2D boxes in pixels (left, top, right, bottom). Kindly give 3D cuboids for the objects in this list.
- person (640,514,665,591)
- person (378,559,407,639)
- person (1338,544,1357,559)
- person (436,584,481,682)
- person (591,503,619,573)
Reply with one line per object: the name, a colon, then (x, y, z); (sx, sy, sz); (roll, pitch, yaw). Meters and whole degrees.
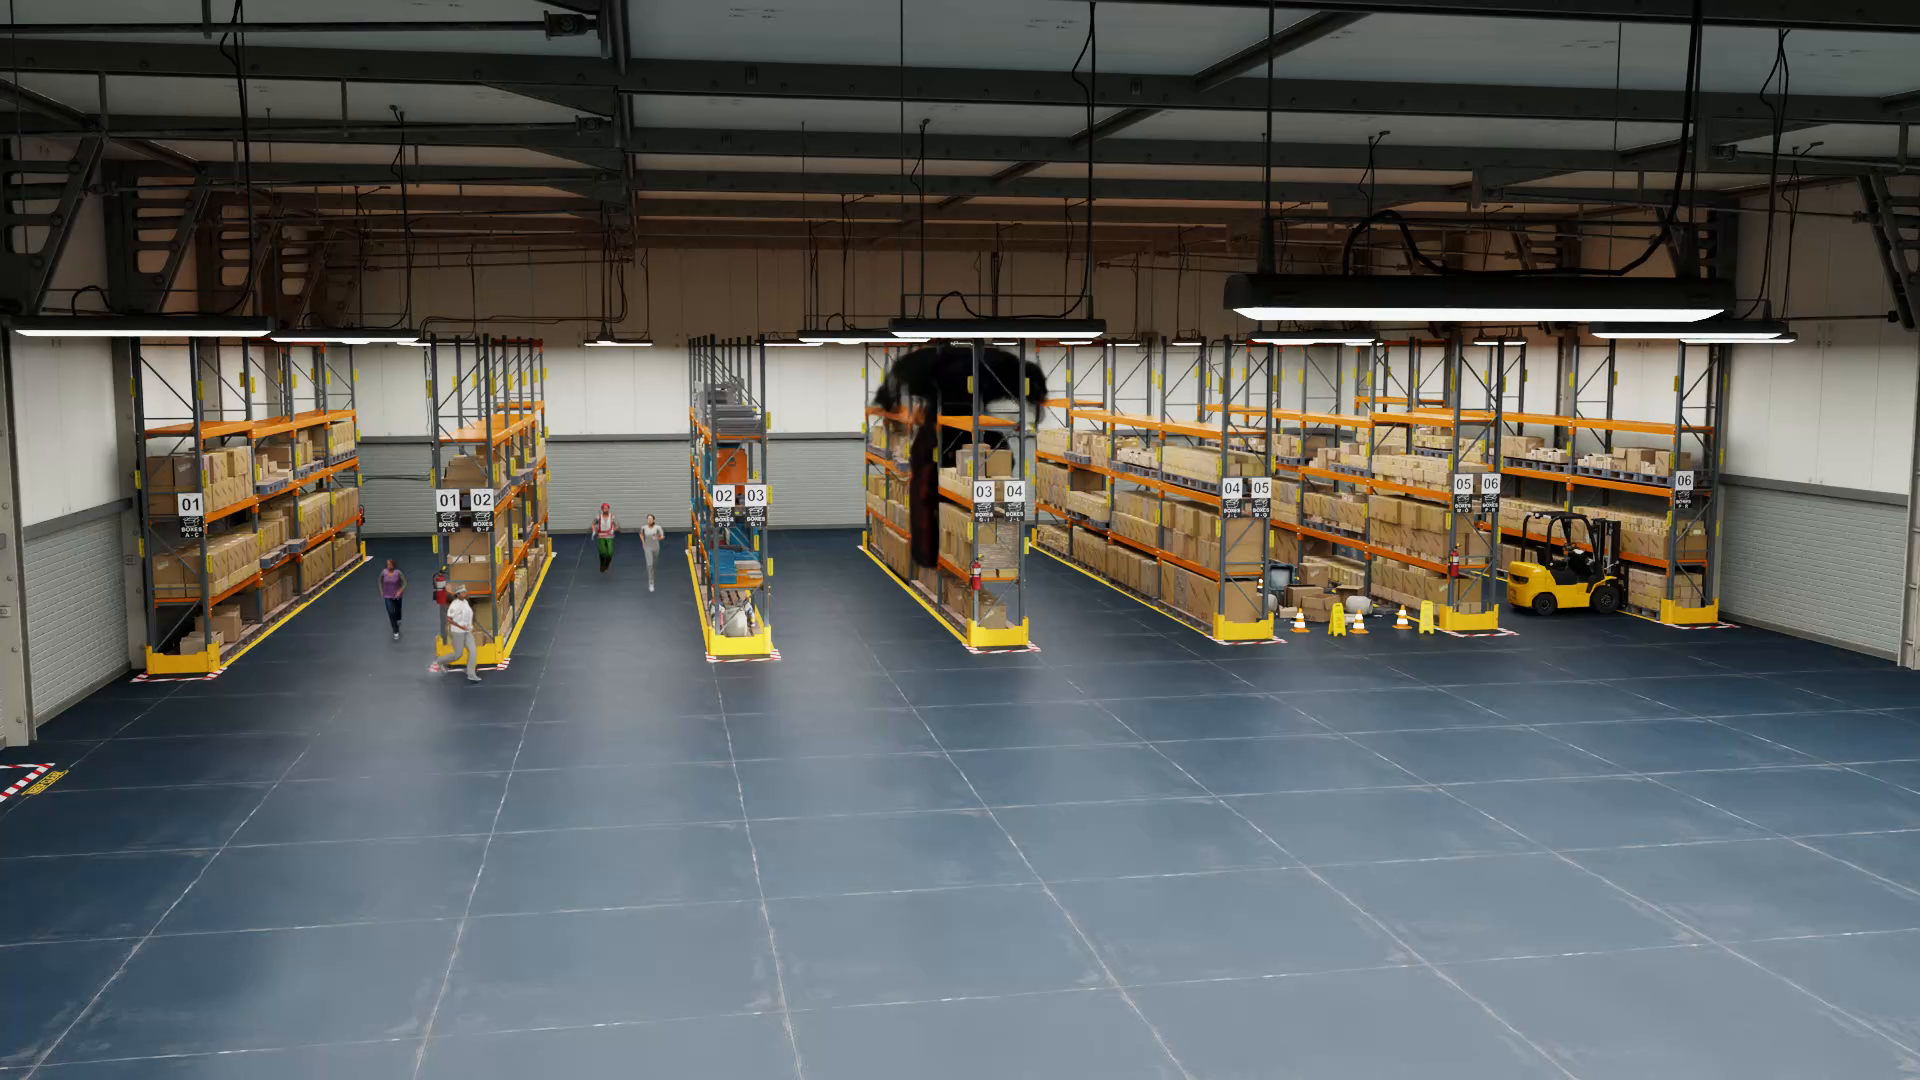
person: (-7.011, 0.382, 37.901); (0.527, 1.465, 0.826); (-2, 7, -14)
person: (-11.337, 1.152, 33.244); (0.560, 1.584, 0.780); (-1, 7, -12)
person: (10.547, -0.365, 45.400); (0.655, 1.750, 0.731); (-2, 7, -19)
person: (-8.661, 1.600, 28.862); (0.884, 1.684, 0.609); (2, 7, 20)
person: (-8.706, -0.039, 40.874); (0.656, 1.742, 0.582); (-2, 7, -16)
